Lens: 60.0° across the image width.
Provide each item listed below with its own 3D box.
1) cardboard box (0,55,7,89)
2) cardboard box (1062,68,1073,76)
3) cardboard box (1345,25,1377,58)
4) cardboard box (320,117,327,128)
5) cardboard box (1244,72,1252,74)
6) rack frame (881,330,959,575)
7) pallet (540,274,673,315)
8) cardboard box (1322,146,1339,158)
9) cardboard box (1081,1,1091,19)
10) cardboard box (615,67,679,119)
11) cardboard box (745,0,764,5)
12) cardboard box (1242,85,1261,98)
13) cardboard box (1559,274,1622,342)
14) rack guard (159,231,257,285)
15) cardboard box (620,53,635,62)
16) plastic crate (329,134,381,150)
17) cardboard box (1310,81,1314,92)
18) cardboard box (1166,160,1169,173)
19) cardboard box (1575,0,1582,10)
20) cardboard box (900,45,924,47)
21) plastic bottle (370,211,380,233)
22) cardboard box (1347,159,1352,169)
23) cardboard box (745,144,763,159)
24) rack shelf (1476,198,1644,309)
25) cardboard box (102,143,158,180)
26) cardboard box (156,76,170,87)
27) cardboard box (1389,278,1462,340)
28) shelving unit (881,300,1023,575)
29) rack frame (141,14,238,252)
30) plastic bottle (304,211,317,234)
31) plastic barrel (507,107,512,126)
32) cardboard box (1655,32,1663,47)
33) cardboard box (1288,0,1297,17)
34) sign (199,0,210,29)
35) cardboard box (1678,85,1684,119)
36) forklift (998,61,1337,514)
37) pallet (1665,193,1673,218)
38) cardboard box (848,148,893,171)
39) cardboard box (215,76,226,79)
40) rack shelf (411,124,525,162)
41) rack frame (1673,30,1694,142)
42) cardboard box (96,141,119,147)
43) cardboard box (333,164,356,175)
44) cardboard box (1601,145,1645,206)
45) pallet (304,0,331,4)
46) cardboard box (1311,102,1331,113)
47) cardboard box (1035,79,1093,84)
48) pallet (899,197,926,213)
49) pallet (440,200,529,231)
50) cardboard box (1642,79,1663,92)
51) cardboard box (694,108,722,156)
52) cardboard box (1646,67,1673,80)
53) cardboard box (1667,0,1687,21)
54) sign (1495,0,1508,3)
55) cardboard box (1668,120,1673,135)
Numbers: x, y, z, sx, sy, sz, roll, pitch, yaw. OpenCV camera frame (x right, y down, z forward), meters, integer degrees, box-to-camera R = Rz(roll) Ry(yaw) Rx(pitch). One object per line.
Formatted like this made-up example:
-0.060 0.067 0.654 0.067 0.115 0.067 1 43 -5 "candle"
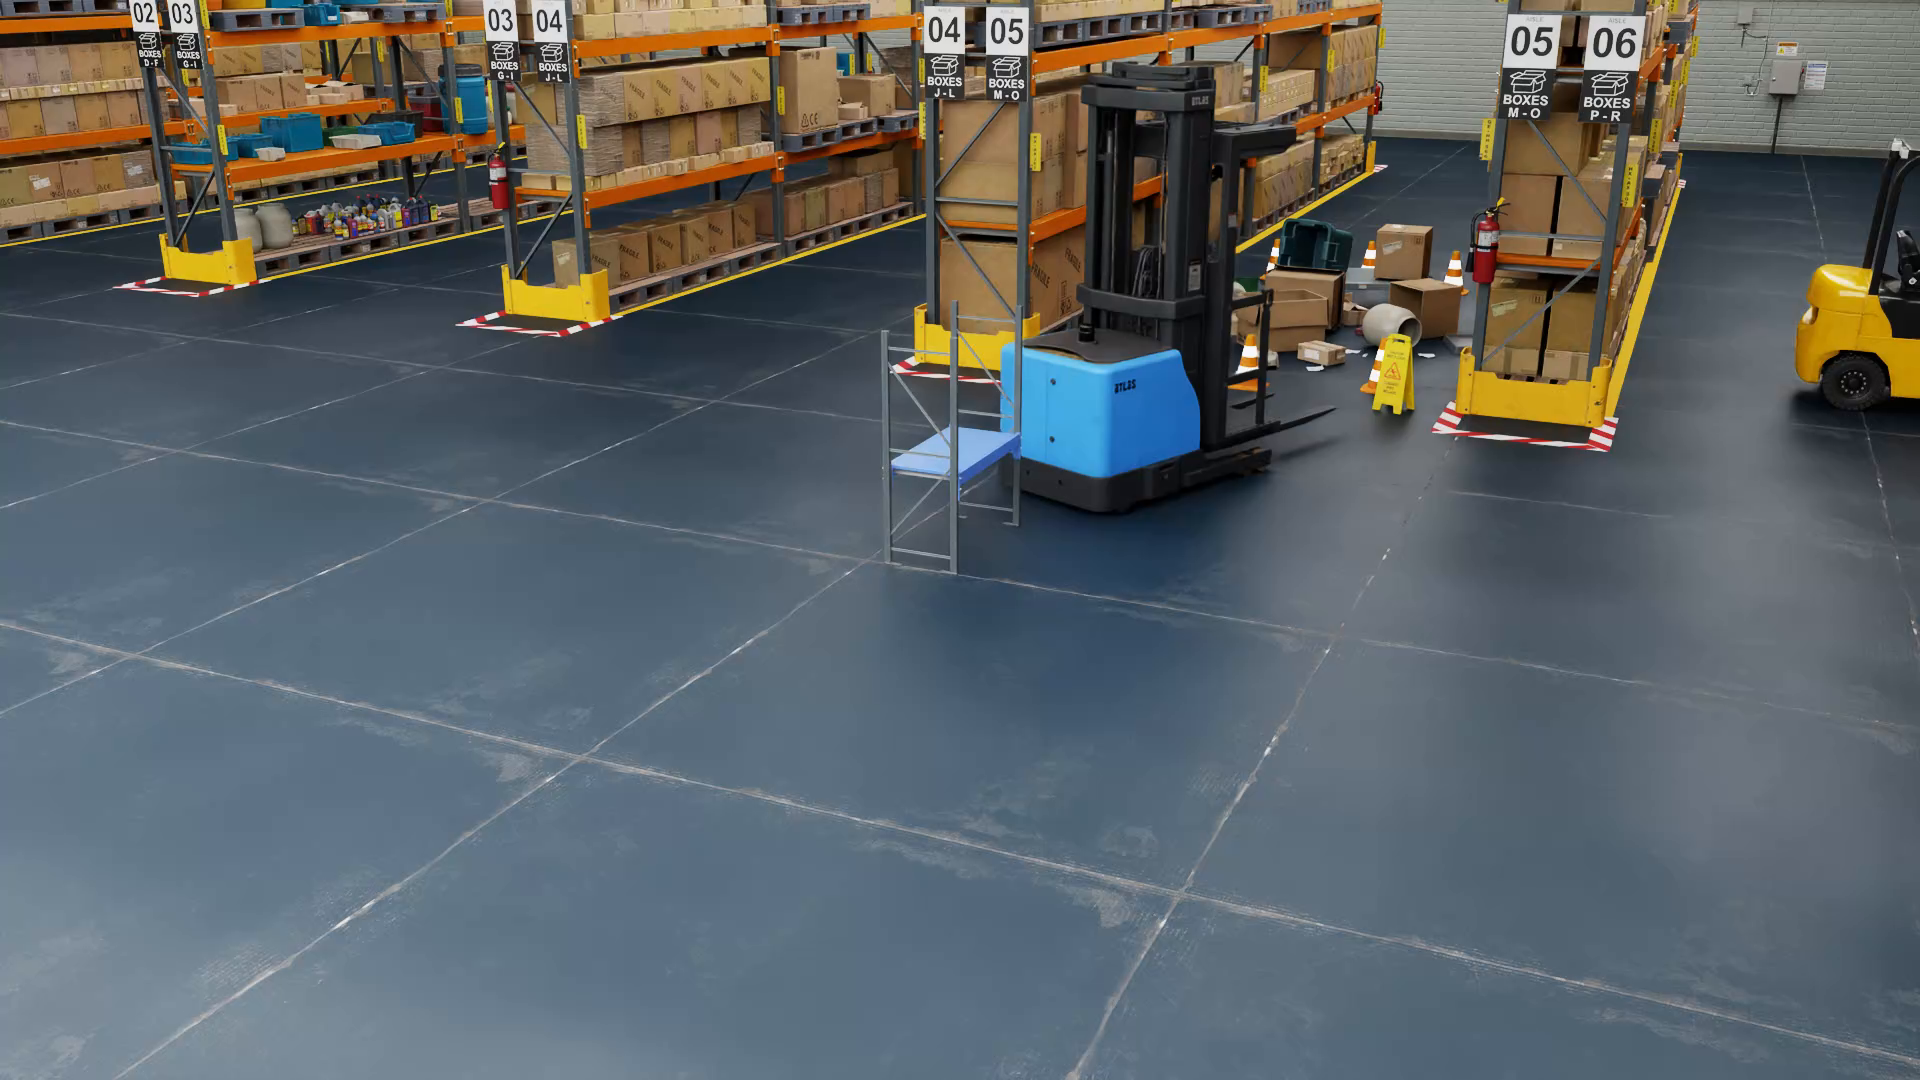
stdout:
-12.919 -6.128 21.639 0.700 0.500 0.500 8 21 21 "cardboard box"
1.652 -8.097 29.038 0.500 0.250 0.500 9 21 23 "cardboard box"
6.757 -8.455 28.181 0.500 0.500 0.500 8 21 22 "cardboard box"
-13.108 -8.467 32.881 0.750 0.750 0.750 9 21 23 "cardboard box"
4.178 -6.810 24.502 0.380 0.149 0.250 8 21 22 "cardboard box"
-0.243 -0.525 10.207 0.500 1.500 0.032 9 21 23 "rack frame"
-3.922 -2.744 18.369 1.003 0.211 1.213 9 21 23 "pallet"
5.900 -6.269 26.860 0.380 0.149 0.250 9 21 24 "cardboard box"
1.012 -4.989 15.643 0.380 0.149 0.250 9 21 23 "cardboard box"
-3.429 -4.885 18.143 0.500 0.500 0.500 9 21 23 "cardboard box"
-2.549 -6.405 19.655 0.380 0.149 0.250 9 22 24 "cardboard box"
3.810 -6.001 22.226 0.380 0.149 0.250 9 21 23 "cardboard box"
5.525 -2.063 14.651 0.500 0.500 0.500 8 21 21 "cardboard box"
-8.848 -3.322 19.565 1.175 0.500 0.348 9 21 23 "rack guard"
-6.946 -9.756 33.776 0.500 0.500 0.500 9 21 23 "cardboard box"
-7.632 -5.038 21.052 0.530 0.136 0.437 9 21 23 "plastic crate"
5.097 -6.819 24.970 0.380 0.149 0.250 9 22 24 "cardboard box"
2.265 -4.473 18.921 0.500 0.500 0.500 9 21 23 "cardboard box"
4.972 -4.470 13.770 0.380 0.149 0.250 9 21 23 "cardboard box"
-0.458 -7.176 25.025 0.797 0.503 0.637 9 22 24 "cardboard box"
-7.545 -4.101 21.439 0.097 0.271 0.097 0 20 0 "plastic bottle"
6.356 -6.310 27.864 0.380 0.149 0.250 8 21 20 "cardboard box"
-2.611 -4.714 20.123 0.380 0.149 0.250 9 21 23 "cardboard box"
5.542 -2.704 15.168 1.077 0.370 4.000 9 21 23 "rack shelf"
-12.192 -5.531 24.402 0.500 0.500 0.500 9 21 23 "cardboard box"
-11.632 -6.614 23.973 0.380 0.149 0.250 9 21 23 "cardboard box"
4.681 -2.336 16.789 0.500 0.500 0.500 -9 22 -24 "cardboard box"
-0.035 -0.681 10.644 0.538 1.500 1.048 9 21 23 "shelving unit"
-8.836 -4.470 19.063 1.000 3.000 0.127 9 21 23 "rack frame"
-8.356 -4.089 21.399 0.152 0.276 0.135 9 21 23 "plastic bottle"
-6.517 -6.012 23.603 0.301 0.262 0.301 0 20 0 "plastic barrel"
6.511 -4.810 15.916 0.380 0.149 0.250 9 21 23 "cardboard box"
4.317 -7.431 22.761 0.500 0.500 0.500 9 21 23 "cardboard box"
-8.336 -5.811 18.343 0.100 0.325 0.005 9 21 23 "sign"
10.487 -6.558 24.785 0.500 0.500 0.500 9 21 23 "cardboard box"
1.686 -1.964 12.117 3.031 2.935 1.130 -18 26 -40 "forklift"
10.020 -5.007 24.734 1.003 0.211 1.213 9 21 23 "pallet"
-1.289 -5.410 23.660 0.500 0.250 0.500 10 22 25 "cardboard box"
-13.867 -8.555 30.893 0.380 0.149 0.250 9 21 24 "cardboard box"
-6.380 -5.966 24.341 1.077 0.370 4.000 9 21 23 "rack shelf"
11.275 -7.322 27.081 1.000 3.000 0.127 9 21 23 "rack frame"
-15.163 -6.936 29.070 0.700 0.500 0.500 9 21 23 "cardboard box"
-10.279 -6.147 27.253 0.500 0.250 0.500 8 21 22 "cardboard box"
5.993 -3.354 15.329 0.500 0.500 0.500 9 22 24 "cardboard box"
-10.274 -8.701 26.765 1.213 0.211 1.003 10 22 25 "pallet"
5.494 -6.671 25.625 0.380 0.149 0.250 9 22 25 "cardboard box"
1.156 -4.443 17.151 0.875 0.550 0.550 9 21 23 "cardboard box"
-0.650 -5.153 25.144 1.003 0.211 1.213 9 21 23 "pallet"
-6.912 -4.625 23.658 1.003 0.211 1.213 9 21 23 "pallet"
7.587 -5.029 18.444 0.380 0.149 0.250 7 21 20 "cardboard box"
-3.270 -4.757 19.276 0.875 0.500 0.500 9 21 23 "cardboard box"
8.424 -5.512 20.350 0.500 0.500 0.500 8 21 21 "cardboard box"
6.966 -5.318 16.566 0.500 0.250 0.500 8 21 21 "cardboard box"
4.225 -4.344 12.909 0.100 0.325 0.005 9 21 23 "sign"
9.474 -5.702 22.748 0.500 0.250 0.500 8 21 22 "cardboard box"
